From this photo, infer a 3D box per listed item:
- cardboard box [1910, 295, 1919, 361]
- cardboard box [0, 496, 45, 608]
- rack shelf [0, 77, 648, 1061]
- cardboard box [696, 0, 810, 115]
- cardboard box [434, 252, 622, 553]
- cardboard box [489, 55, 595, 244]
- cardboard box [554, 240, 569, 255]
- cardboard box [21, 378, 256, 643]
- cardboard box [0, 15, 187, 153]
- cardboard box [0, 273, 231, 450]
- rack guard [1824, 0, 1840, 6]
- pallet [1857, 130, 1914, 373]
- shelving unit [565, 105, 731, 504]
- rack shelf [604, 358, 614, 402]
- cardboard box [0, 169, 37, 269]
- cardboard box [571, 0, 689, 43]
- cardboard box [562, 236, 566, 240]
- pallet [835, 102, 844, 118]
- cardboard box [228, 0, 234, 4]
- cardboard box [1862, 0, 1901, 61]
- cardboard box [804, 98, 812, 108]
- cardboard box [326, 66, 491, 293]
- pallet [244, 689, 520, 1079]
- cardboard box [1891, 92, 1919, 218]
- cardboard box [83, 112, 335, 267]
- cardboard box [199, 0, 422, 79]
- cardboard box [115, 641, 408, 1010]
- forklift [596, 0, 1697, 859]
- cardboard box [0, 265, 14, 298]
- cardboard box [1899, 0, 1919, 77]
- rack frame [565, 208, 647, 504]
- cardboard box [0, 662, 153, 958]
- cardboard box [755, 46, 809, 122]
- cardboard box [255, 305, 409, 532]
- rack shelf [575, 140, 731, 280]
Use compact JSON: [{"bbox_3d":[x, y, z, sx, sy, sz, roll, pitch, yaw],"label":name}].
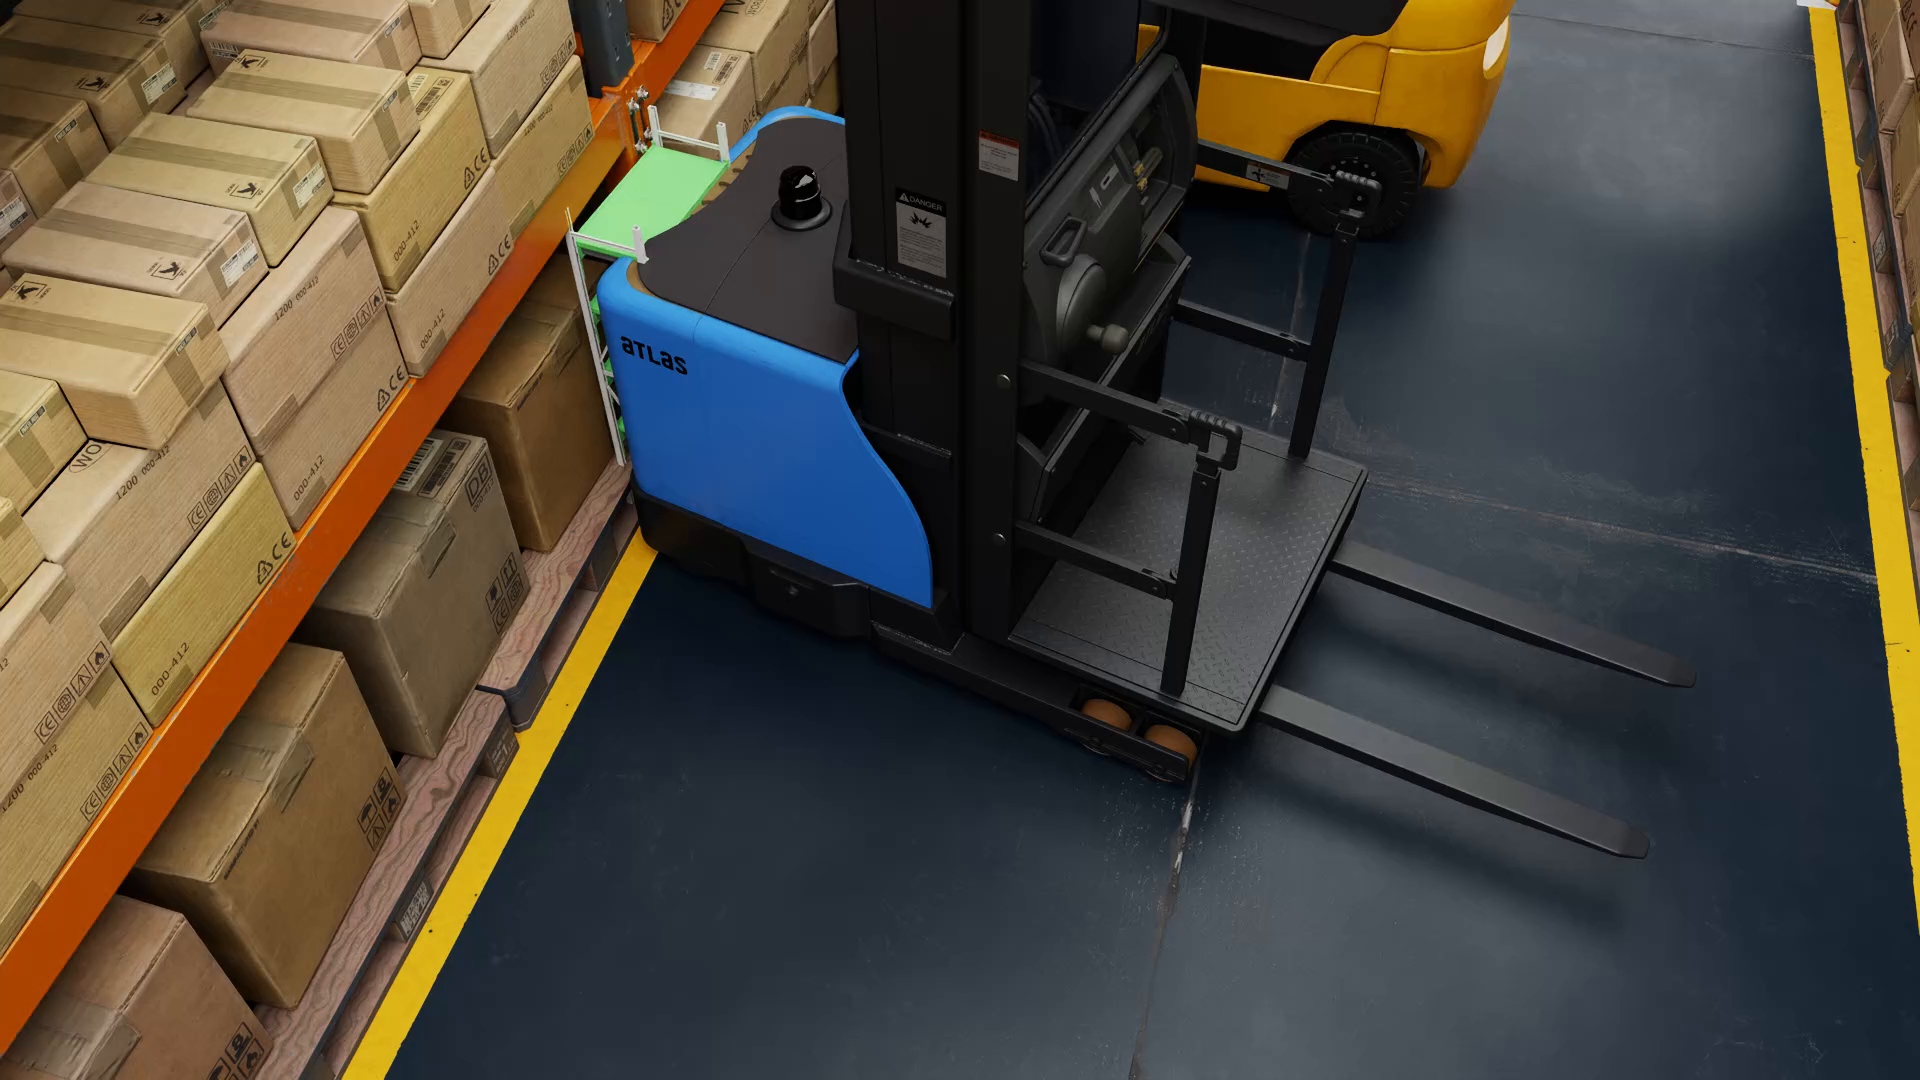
[{"bbox_3d":[3.408,-0.629,5.359,0.500,0.250,0.500,10,49,9],"label":"cardboard box"},{"bbox_3d":[-1.764,0.028,2.725,0.380,0.149,0.250,13,50,11],"label":"cardboard box"},{"bbox_3d":[-1.935,0.175,3.574,1.077,0.370,4.000,12,50,10],"label":"rack shelf"},{"bbox_3d":[-0.834,-1.725,5.659,0.500,0.250,0.500,12,50,10],"label":"cardboard box"},{"bbox_3d":[-1.535,-0.483,4.979,0.875,0.625,0.625,14,50,12],"label":"cardboard box"},{"bbox_3d":[-1.289,-1.043,4.270,0.500,0.250,0.500,13,50,11],"label":"cardboard box"},{"bbox_3d":[-1.476,-1.129,5.800,0.500,0.250,0.500,12,50,10],"label":"cardboard box"},{"bbox_3d":[-1.711,-0.116,3.118,0.500,0.250,0.500,12,50,11],"label":"cardboard box"},{"bbox_3d":[-1.943,-0.992,3.625,0.380,0.149,0.250,11,50,10],"label":"cardboard box"},{"bbox_3d":[-1.587,-0.329,3.040,0.380,0.149,0.250,10,49,9],"label":"cardboard box"},{"bbox_3d":[4.414,-2.544,7.161,1.175,0.500,0.348,12,50,10],"label":"rack guard"},{"bbox_3d":[3.843,-0.988,5.981,1.003,0.211,1.213,12,50,10],"label":"pallet"},{"bbox_3d":[-0.862,-0.635,5.003,0.258,1.200,0.503,17,52,14],"label":"shelving unit"},{"bbox_3d":[-0.861,-0.593,5.052,0.258,0.148,0.480,17,52,14],"label":"rack shelf"},{"bbox_3d":[-2.095,-0.633,3.309,0.380,0.149,0.250,11,50,10],"label":"cardboard box"},{"bbox_3d":[-1.040,-1.812,4.782,0.500,0.500,0.500,10,49,9],"label":"cardboard box"},{"bbox_3d":[-1.478,-1.296,5.614,0.500,0.250,0.500,11,49,9],"label":"cardboard box"},{"bbox_3d":[-0.840,-2.039,6.908,1.003,0.211,1.213,12,50,10],"label":"pallet"},{"bbox_3d":[-1.829,-1.361,3.952,0.380,0.149,0.250,10,49,9],"label":"cardboard box"},{"bbox_3d":[3.955,-2.126,6.679,0.500,0.250,0.500,11,50,10],"label":"cardboard box"},{"bbox_3d":[-0.843,-1.393,6.033,0.500,0.250,0.500,11,49,9],"label":"cardboard box"},{"bbox_3d":[-1.420,-0.846,3.762,0.500,0.250,0.500,10,49,9],"label":"cardboard box"},{"bbox_3d":[-1.884,0.839,4.368,1.003,0.211,1.213,12,50,10],"label":"pallet"},{"bbox_3d":[3.682,-1.361,6.004,0.500,0.250,0.500,15,50,13],"label":"cardboard box"},{"bbox_3d":[-1.521,-0.716,3.382,0.380,0.149,0.250,10,49,9],"label":"cardboard box"},{"bbox_3d":[-1.450,-1.109,3.729,0.380,0.149,0.250,12,50,10],"label":"cardboard box"},{"bbox_3d":[-1.943,0.621,4.005,0.875,0.625,0.625,10,49,8],"label":"cardboard box"},{"bbox_3d":[0.555,-0.754,3.961,3.031,2.935,1.130,21,52,18],"label":"forklift"},{"bbox_3d":[-2.078,-0.578,3.526,0.500,0.250,0.500,10,49,9],"label":"cardboard box"},{"bbox_3d":[3.815,-1.978,6.048,0.500,0.500,0.500,10,49,9],"label":"cardboard box"},{"bbox_3d":[-0.952,-0.462,4.856,0.240,1.200,0.015,17,52,14],"label":"rack frame"},{"bbox_3d":[-1.843,0.424,2.975,0.500,0.250,0.500,10,49,9],"label":"cardboard box"},{"bbox_3d":[-0.853,-1.557,5.844,0.500,0.250,0.500,11,50,10],"label":"cardboard box"},{"bbox_3d":[-1.576,-0.326,3.637,0.500,0.250,0.500,12,50,10],"label":"cardboard box"},{"bbox_3d":[-0.863,-0.905,4.687,0.258,0.148,0.480,17,52,14],"label":"rack shelf"}]
